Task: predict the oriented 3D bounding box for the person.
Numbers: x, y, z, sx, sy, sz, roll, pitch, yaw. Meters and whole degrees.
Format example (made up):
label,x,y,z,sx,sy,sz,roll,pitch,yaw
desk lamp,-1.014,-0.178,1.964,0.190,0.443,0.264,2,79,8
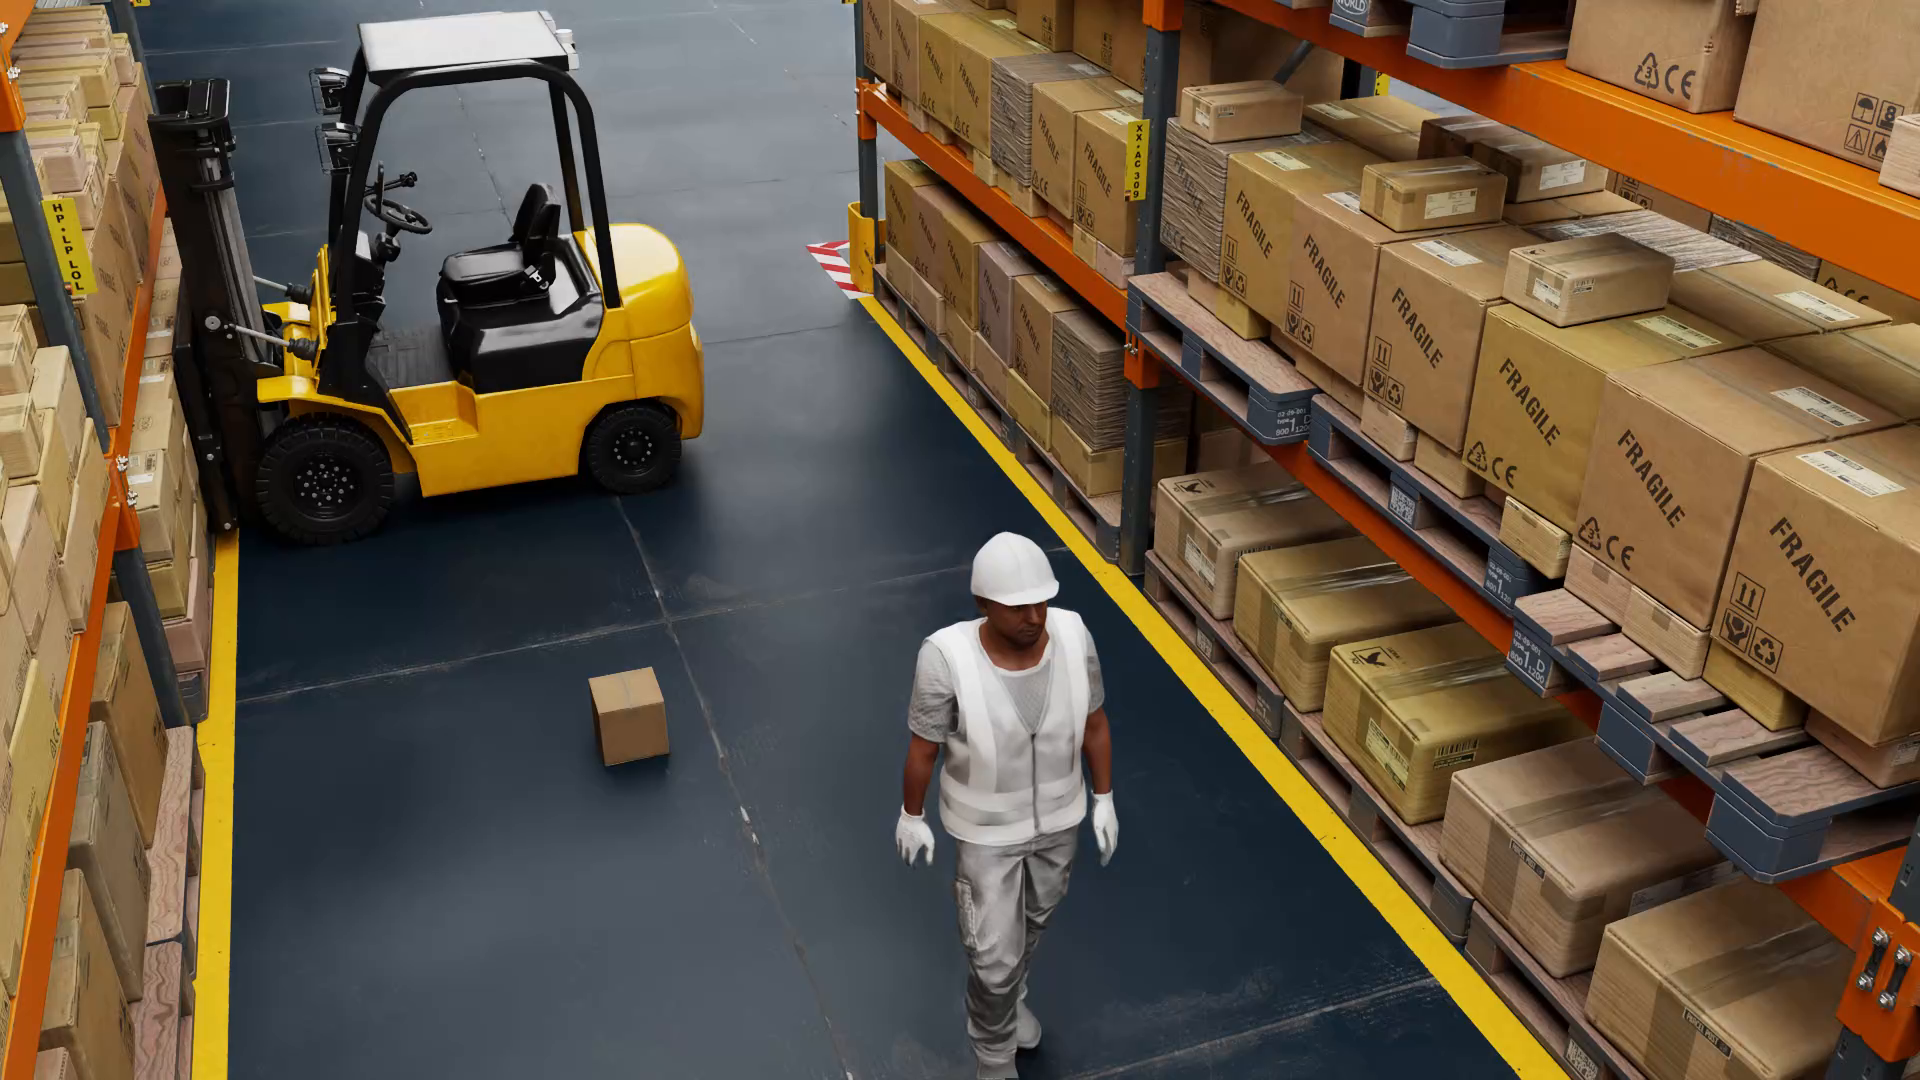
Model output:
label,x,y,z,sx,sy,sz,roll,pitch,yaw
person,0.154,0.817,4.681,0.604,1.843,0.502,-13,32,-22
